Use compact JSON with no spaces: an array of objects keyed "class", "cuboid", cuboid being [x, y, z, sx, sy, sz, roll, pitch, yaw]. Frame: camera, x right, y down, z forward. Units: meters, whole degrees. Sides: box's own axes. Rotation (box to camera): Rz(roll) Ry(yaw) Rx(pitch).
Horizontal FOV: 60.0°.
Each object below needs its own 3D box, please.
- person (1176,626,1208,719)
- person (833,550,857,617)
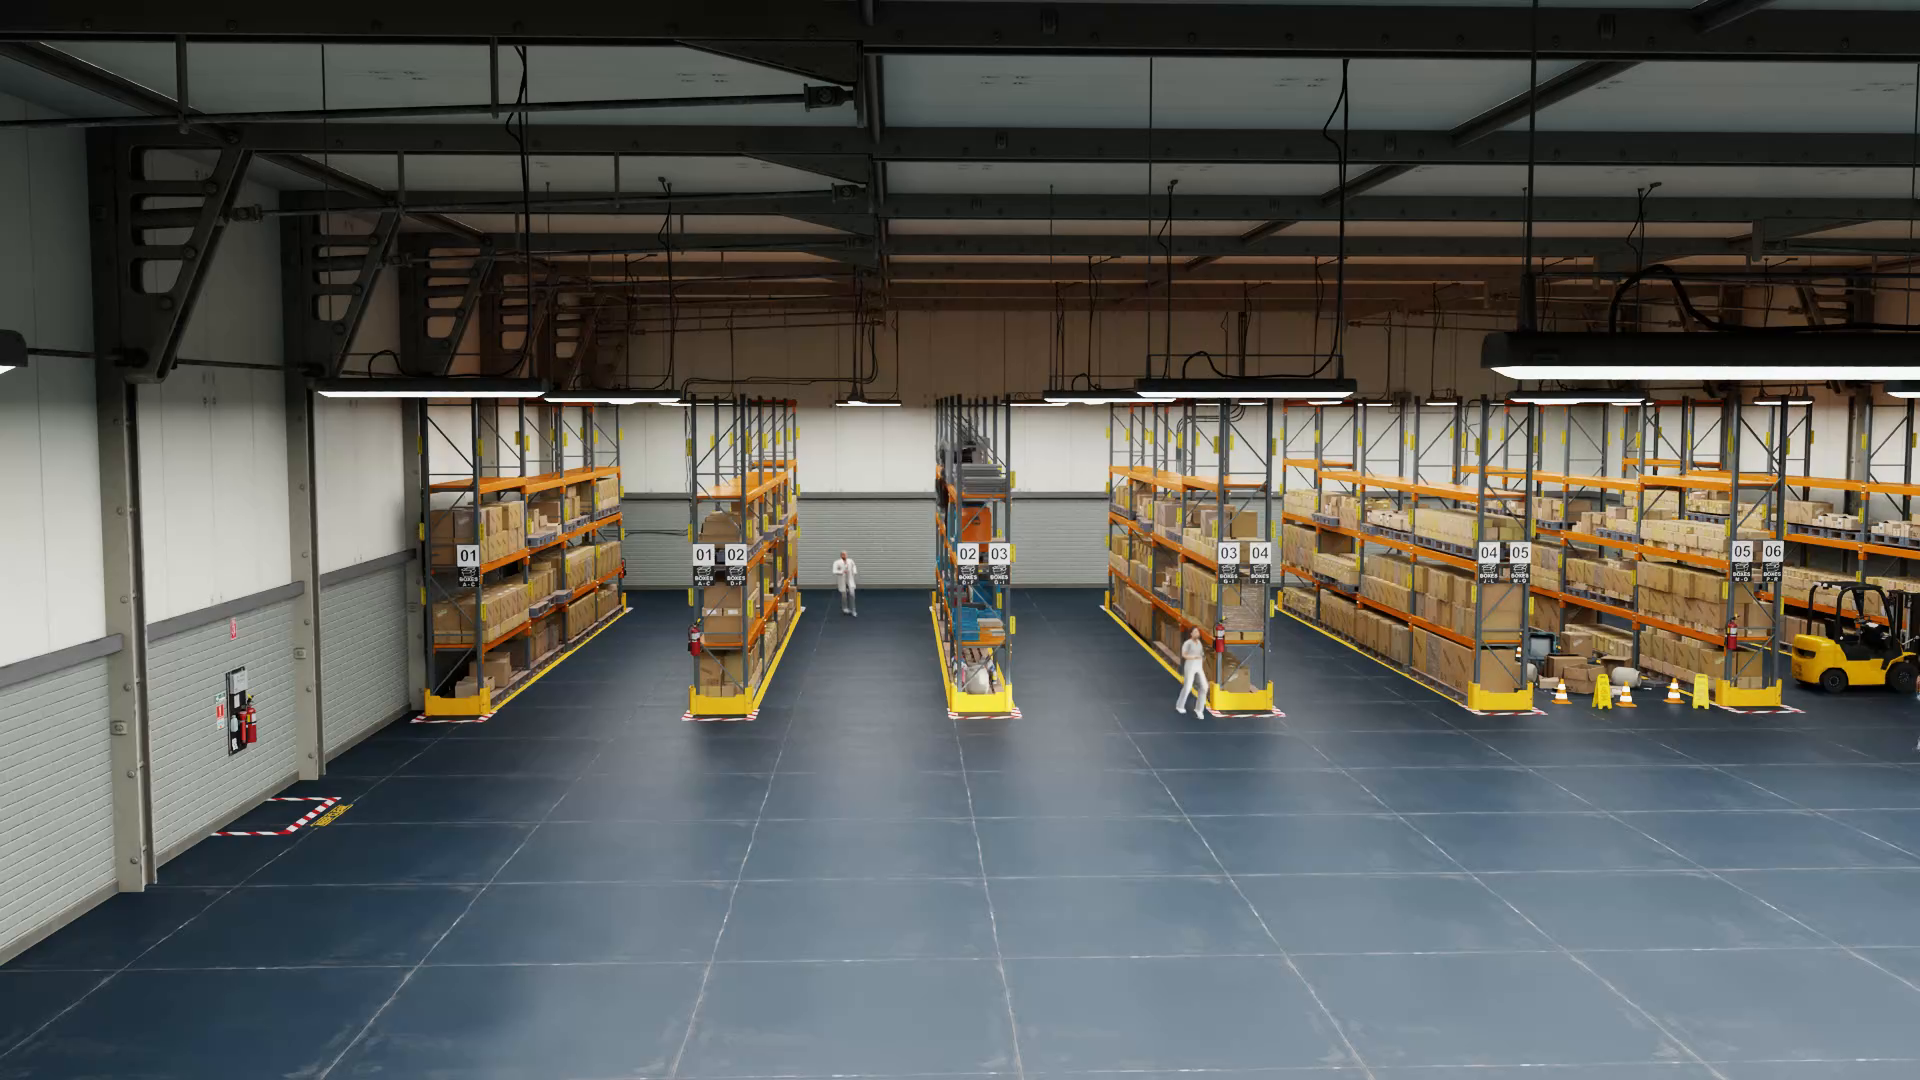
[{"class":"person","cuboid":[4.333,2.458,30.982,0.566,1.735,0.675,-3,5,-29]},{"class":"person","cuboid":[-3.199,1.208,46.226,0.709,1.842,0.814,-1,5,-12]}]
